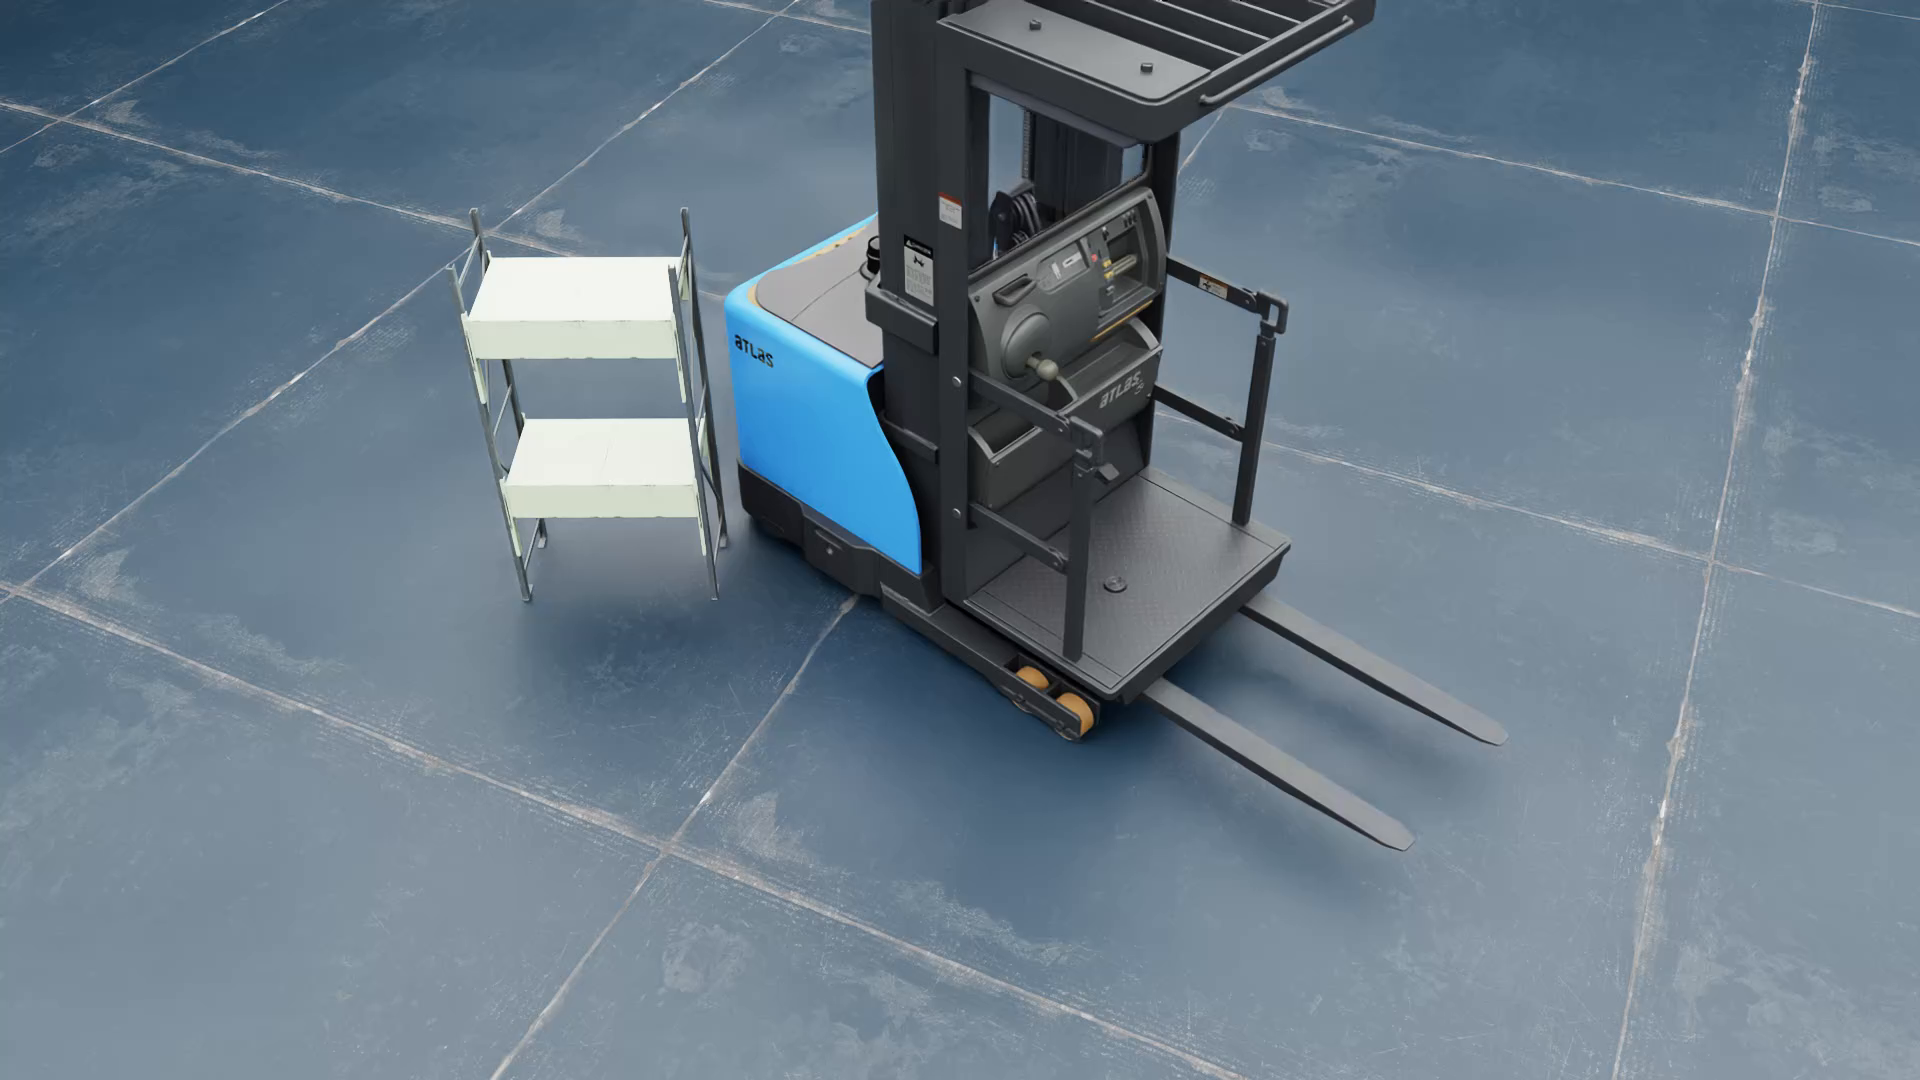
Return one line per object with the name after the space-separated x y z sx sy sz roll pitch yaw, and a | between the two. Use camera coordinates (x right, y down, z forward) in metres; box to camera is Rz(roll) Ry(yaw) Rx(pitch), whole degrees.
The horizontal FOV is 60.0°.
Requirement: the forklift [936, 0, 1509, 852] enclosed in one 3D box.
0.842 -0.519 5.262 2.170 2.733 1.118 31 50 31 | forklift

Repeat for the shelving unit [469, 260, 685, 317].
-1.324 -0.856 5.793 0.686 0.052 0.368 0 41 0 | shelving unit

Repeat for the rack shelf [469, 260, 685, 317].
-1.324 -0.856 5.793 0.686 0.052 0.368 0 41 0 | rack shelf
